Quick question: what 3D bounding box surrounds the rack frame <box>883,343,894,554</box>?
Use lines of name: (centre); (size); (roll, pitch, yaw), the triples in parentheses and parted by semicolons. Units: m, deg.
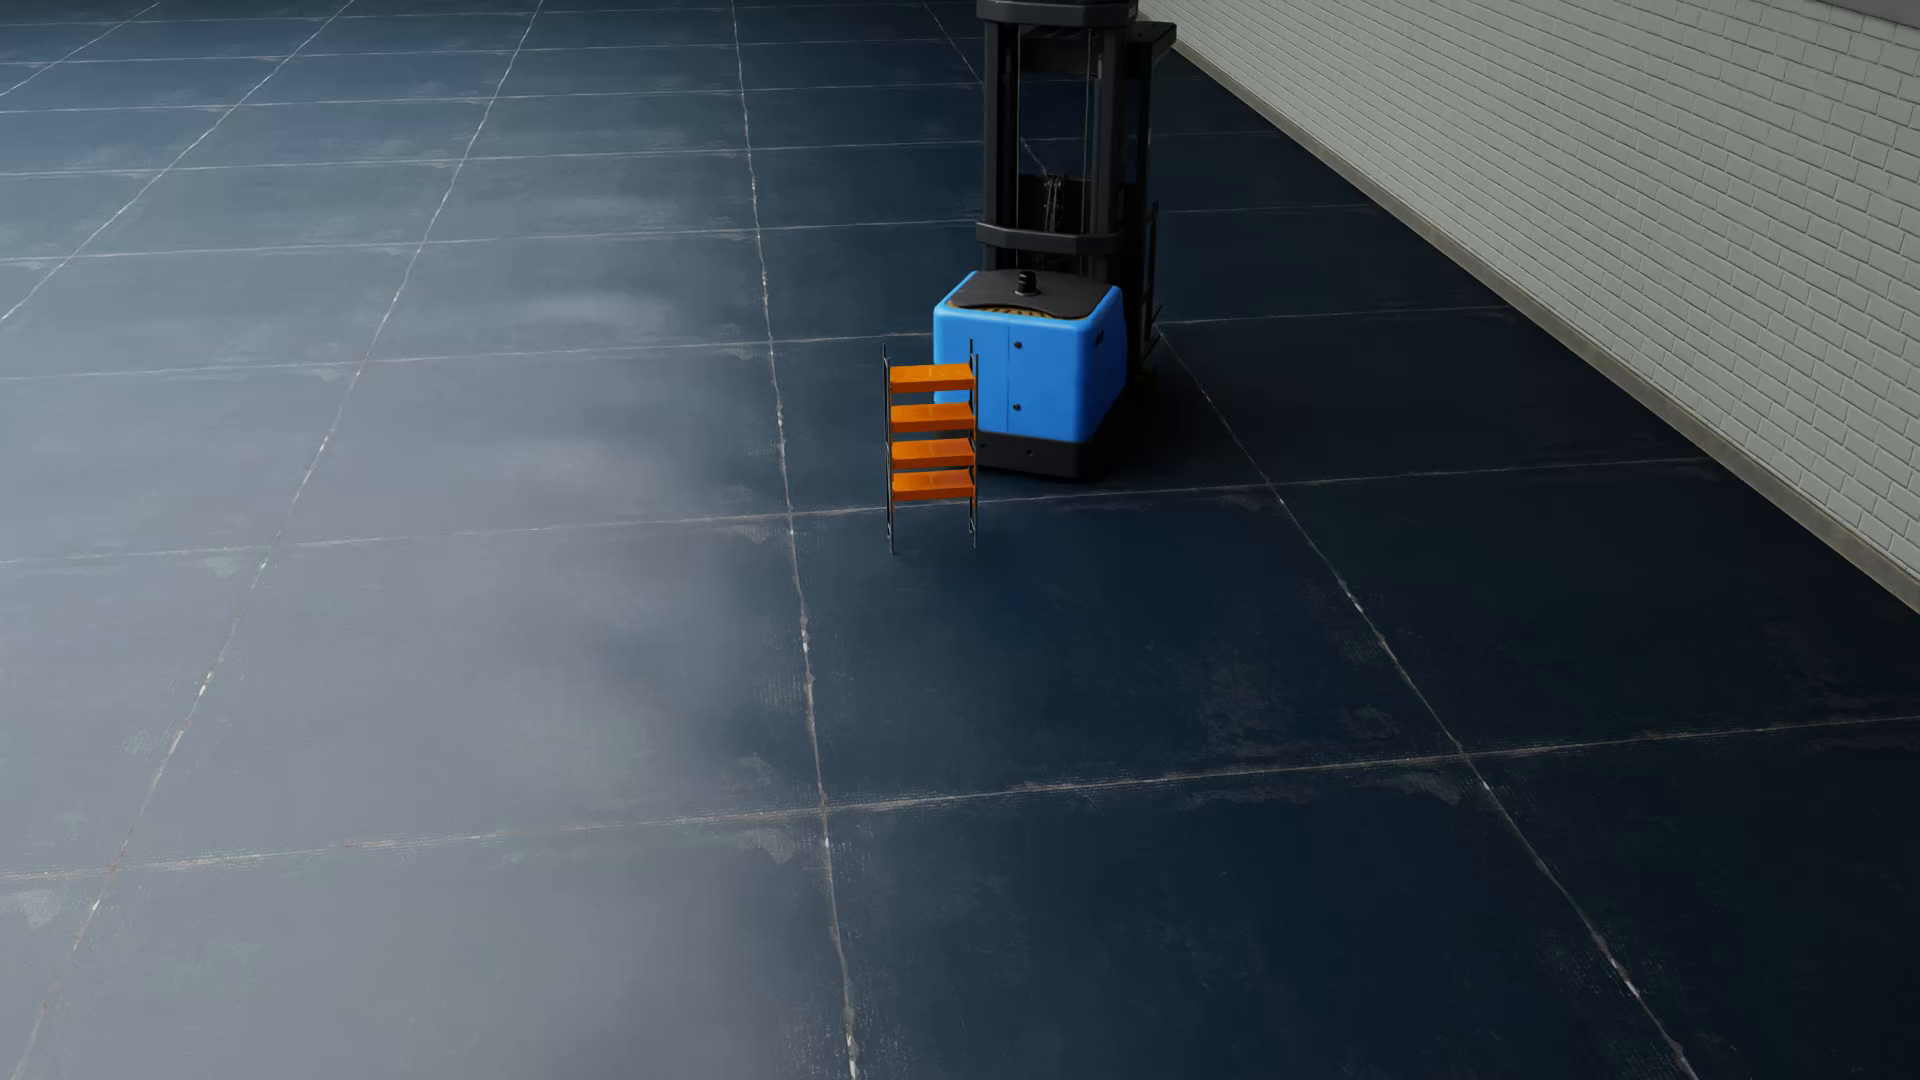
rack frame: (-0.406, -0.508, 9.425); (0.015, 1.200, 0.240); (-4, 27, -7)

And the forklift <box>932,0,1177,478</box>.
forklift: (0.766, -2.341, 11.102); (1.130, 2.935, 3.031); (9, 28, 16)

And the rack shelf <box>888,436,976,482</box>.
rack shelf: (-0.164, -0.463, 9.486); (0.480, 0.148, 0.258); (-4, 27, -7)

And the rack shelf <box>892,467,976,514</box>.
rack shelf: (-0.164, -0.287, 9.577); (0.480, 0.148, 0.258); (-4, 27, -7)

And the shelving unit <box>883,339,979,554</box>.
shelving unit: (-0.164, -0.523, 9.456); (0.503, 1.200, 0.258); (-4, 27, -7)

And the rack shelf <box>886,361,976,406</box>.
rack shelf: (-0.164, -0.873, 9.276); (0.480, 0.148, 0.258); (-4, 27, -7)

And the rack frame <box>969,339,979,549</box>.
rack frame: (0.078, -0.539, 9.486); (0.015, 1.200, 0.240); (-4, 27, -7)

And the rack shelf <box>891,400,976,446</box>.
rack shelf: (-0.164, -0.662, 9.384); (0.480, 0.148, 0.258); (-4, 27, -7)
